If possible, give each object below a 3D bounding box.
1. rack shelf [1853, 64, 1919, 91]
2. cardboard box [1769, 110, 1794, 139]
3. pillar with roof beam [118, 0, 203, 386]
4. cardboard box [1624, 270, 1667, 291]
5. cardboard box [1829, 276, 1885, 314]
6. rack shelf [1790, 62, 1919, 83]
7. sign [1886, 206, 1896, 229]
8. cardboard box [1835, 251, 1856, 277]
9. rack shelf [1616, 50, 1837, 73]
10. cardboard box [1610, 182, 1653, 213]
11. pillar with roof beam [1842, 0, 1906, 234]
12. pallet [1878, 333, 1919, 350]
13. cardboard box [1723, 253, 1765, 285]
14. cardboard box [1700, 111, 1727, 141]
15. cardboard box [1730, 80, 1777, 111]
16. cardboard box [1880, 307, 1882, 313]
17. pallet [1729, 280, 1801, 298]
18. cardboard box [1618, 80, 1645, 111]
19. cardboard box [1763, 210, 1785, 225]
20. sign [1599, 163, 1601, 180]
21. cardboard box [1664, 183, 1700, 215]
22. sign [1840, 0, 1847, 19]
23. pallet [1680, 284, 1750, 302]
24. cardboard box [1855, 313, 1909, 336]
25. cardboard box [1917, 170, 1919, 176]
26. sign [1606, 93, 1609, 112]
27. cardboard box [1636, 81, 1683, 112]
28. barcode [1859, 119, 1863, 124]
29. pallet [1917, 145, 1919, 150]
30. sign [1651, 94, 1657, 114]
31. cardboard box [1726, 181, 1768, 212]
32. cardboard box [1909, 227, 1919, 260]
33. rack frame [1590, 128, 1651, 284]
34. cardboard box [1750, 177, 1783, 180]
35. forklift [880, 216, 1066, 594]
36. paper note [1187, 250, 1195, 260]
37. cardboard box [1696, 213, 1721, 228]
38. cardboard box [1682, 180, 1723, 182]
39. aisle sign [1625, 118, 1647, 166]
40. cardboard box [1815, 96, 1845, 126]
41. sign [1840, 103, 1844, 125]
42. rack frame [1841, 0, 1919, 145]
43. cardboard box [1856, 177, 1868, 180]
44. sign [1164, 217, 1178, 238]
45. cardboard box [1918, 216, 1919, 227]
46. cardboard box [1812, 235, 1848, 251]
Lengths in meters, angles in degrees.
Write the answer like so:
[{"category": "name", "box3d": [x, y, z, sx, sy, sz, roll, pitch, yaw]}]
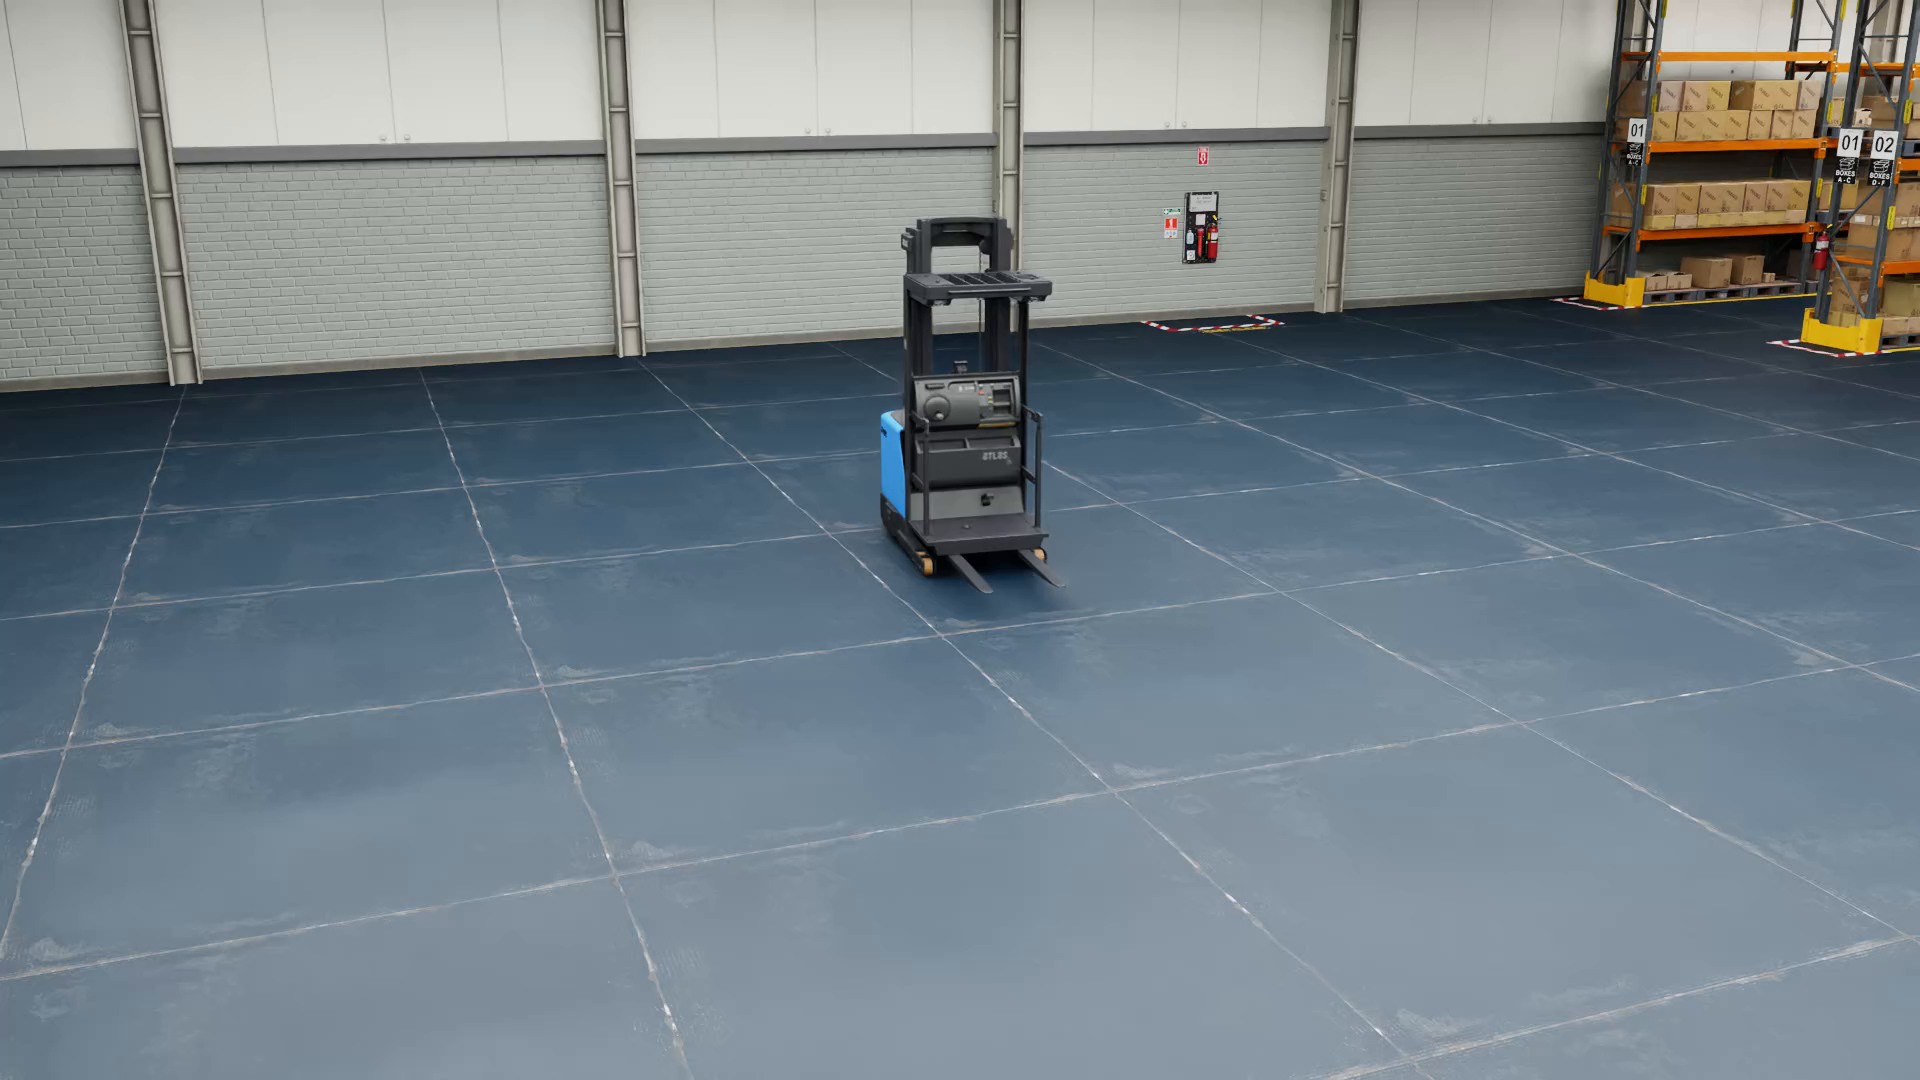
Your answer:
[{"category": "rack shelf", "box3d": [15.247, -6.931, 24.869, 4.000, 0.370, 1.077, -6, 17, -20]}, {"category": "cardboard box", "box3d": [14.478, -7.428, 29.684, 0.500, 0.500, 0.500, -8, 18, -25]}, {"category": "pillar with roof beam", "box3d": [-8.923, -5.316, 17.380, 0.400, 9.000, 9.100, -6, 17, -20]}, {"category": "cardboard box", "box3d": [12.281, -4.658, 29.781, 0.500, 0.311, 0.500, -8, 18, -26]}, {"category": "cardboard box", "box3d": [13.773, -3.763, 25.544, 0.500, 0.500, 0.500, -6, 17, -20]}, {"category": "rack shelf", "box3d": [17.206, -8.638, 30.680, 4.000, 0.370, 1.077, -6, 17, -20]}, {"category": "sign", "box3d": [13.572, -4.695, 24.238, 0.005, 0.325, 0.100, -6, 17, -20]}, {"category": "cardboard box", "box3d": [16.484, -5.250, 31.461, 0.500, 0.500, 0.700, -7, 18, -21]}, {"category": "rack shelf", "box3d": [13.471, -8.425, 29.250, 4.000, 0.370, 1.077, -6, 17, -20]}, {"category": "cardboard box", "box3d": [11.967, -6.092, 29.572, 0.500, 0.500, 0.500, -6, 18, -21]}, {"category": "pillar with roof beam", "box3d": [19.090, -8.340, 27.680, 0.400, 9.000, 9.100, -6, 17, -20]}, {"category": "pallet", "box3d": [14.078, -3.139, 25.563, 1.213, 0.211, 1.003, -6, 17, -20]}, {"category": "cardboard box", "box3d": [14.383, -4.991, 30.579, 0.500, 0.500, 0.500, -8, 18, -24]}, {"category": "cardboard box", "box3d": [13.003, -7.254, 29.093, 0.500, 0.500, 0.500, -5, 17, -18]}, {"category": "cardboard box", "box3d": [13.976, -7.836, 29.299, 0.500, 0.500, 0.500, -7, 18, -22]}, {"category": "cardboard box", "box3d": [14.237, -3.456, 25.830, 0.500, 0.250, 0.500, -6, 17, -20]}, {"category": "pallet", "box3d": [14.724, -4.680, 30.811, 1.213, 0.211, 1.003, -6, 17, -20]}, {"category": "cardboard box", "box3d": [11.912, -7.780, 29.109, 0.500, 0.500, 0.500, -5, 17, -18]}, {"category": "cardboard box", "box3d": [14.536, -5.857, 30.101, 0.500, 0.250, 0.500, -6, 17, -20]}, {"category": "sign", "box3d": [11.423, -6.547, 29.604, 0.005, 0.325, 0.100, -6, 17, -20]}, {"category": "cardboard box", "box3d": [12.622, -6.005, 29.275, 0.500, 0.500, 0.500, -6, 17, -20]}, {"category": "sign", "box3d": [15.515, -9.315, 29.200, 0.005, 0.325, 0.100, -6, 17, -20]}, {"category": "pallet", "box3d": [13.583, -4.556, 30.389, 1.213, 0.211, 1.003, -6, 17, -20]}, {"category": "cardboard box", "box3d": [13.960, -3.266, 25.183, 0.500, 0.250, 0.500, -6, 17, -20]}, {"category": "cardboard box", "box3d": [18.467, -6.989, 31.617, 0.250, 0.149, 0.380, -9, 19, -29]}, {"category": "sign", "box3d": [11.423, -7.703, 29.264, 0.005, 0.325, 0.100, -6, 17, -20]}, {"category": "cardboard box", "box3d": [12.050, -7.643, 28.642, 0.500, 0.500, 0.500, -8, 18, -24]}, {"category": "barcode", "box3d": [13.488, -6.263, 24.902, 0.075, 0.075, 0.001, -6, 17, -20]}, {"category": "pallet", "box3d": [15.190, -5.974, 25.102, 1.213, 0.211, 1.003, -6, 17, -20]}, {"category": "sign", "box3d": [11.797, -7.407, 28.275, 0.005, 0.325, 0.100, -6, 17, -20]}, {"category": "cardboard box", "box3d": [14.069, -6.163, 29.814, 0.500, 0.500, 0.500, -7, 18, -22]}, {"category": "cardboard box", "box3d": [14.308, -4.534, 25.190, 0.500, 0.500, 0.700, -6, 17, -19]}, {"category": "rack frame", "box3d": [11.603, -5.691, 29.307, 0.127, 3.000, 1.000, -6, 17, -20]}, {"category": "cardboard box", "box3d": [14.825, -6.400, 30.619, 0.500, 0.500, 0.500, -7, 18, -21]}, {"category": "forklift", "box3d": [0.123, -1.212, 14.177, 1.130, 2.935, 3.031, -4, 17, -14]}, {"category": "paper note", "box3d": [3.833, -4.723, 27.574, 0.142, 0.148, 0.016, -6, 17, -20]}, {"category": "cardboard box", "box3d": [13.130, -5.701, 29.569, 0.500, 0.250, 0.500, -6, 18, -21]}, {"category": "cardboard box", "box3d": [13.392, -6.244, 30.090, 0.500, 0.500, 0.500, -6, 17, -19]}, {"category": "aisle sign", "box3d": [11.643, -6.853, 28.647, 0.004, 0.787, 0.394, -6, 17, -20]}, {"category": "cardboard box", "box3d": [15.877, -7.817, 30.301, 0.500, 0.500, 0.500, -4, 17, -12]}, {"category": "sign", "box3d": [13.198, -6.359, 24.825, 0.005, 0.325, 0.100, -6, 17, -20]}, {"category": "rack frame", "box3d": [13.379, -7.267, 24.025, 0.127, 3.000, 1.000, -6, 17, -20]}, {"category": "cardboard box", "box3d": [16.954, -6.525, 31.188, 0.500, 0.500, 0.700, -4, 17, -12]}, {"category": "sign", "box3d": [3.470, -5.134, 27.346, 0.234, 0.329, 0.001, -6, 17, -20]}, {"category": "cardboard box", "box3d": [14.302, -4.783, 24.884, 0.250, 0.149, 0.380, -6, 17, -20]}, {"category": "cardboard box", "box3d": [16.430, -5.590, 31.287, 0.500, 0.250, 0.500, -7, 18, -21]}]
